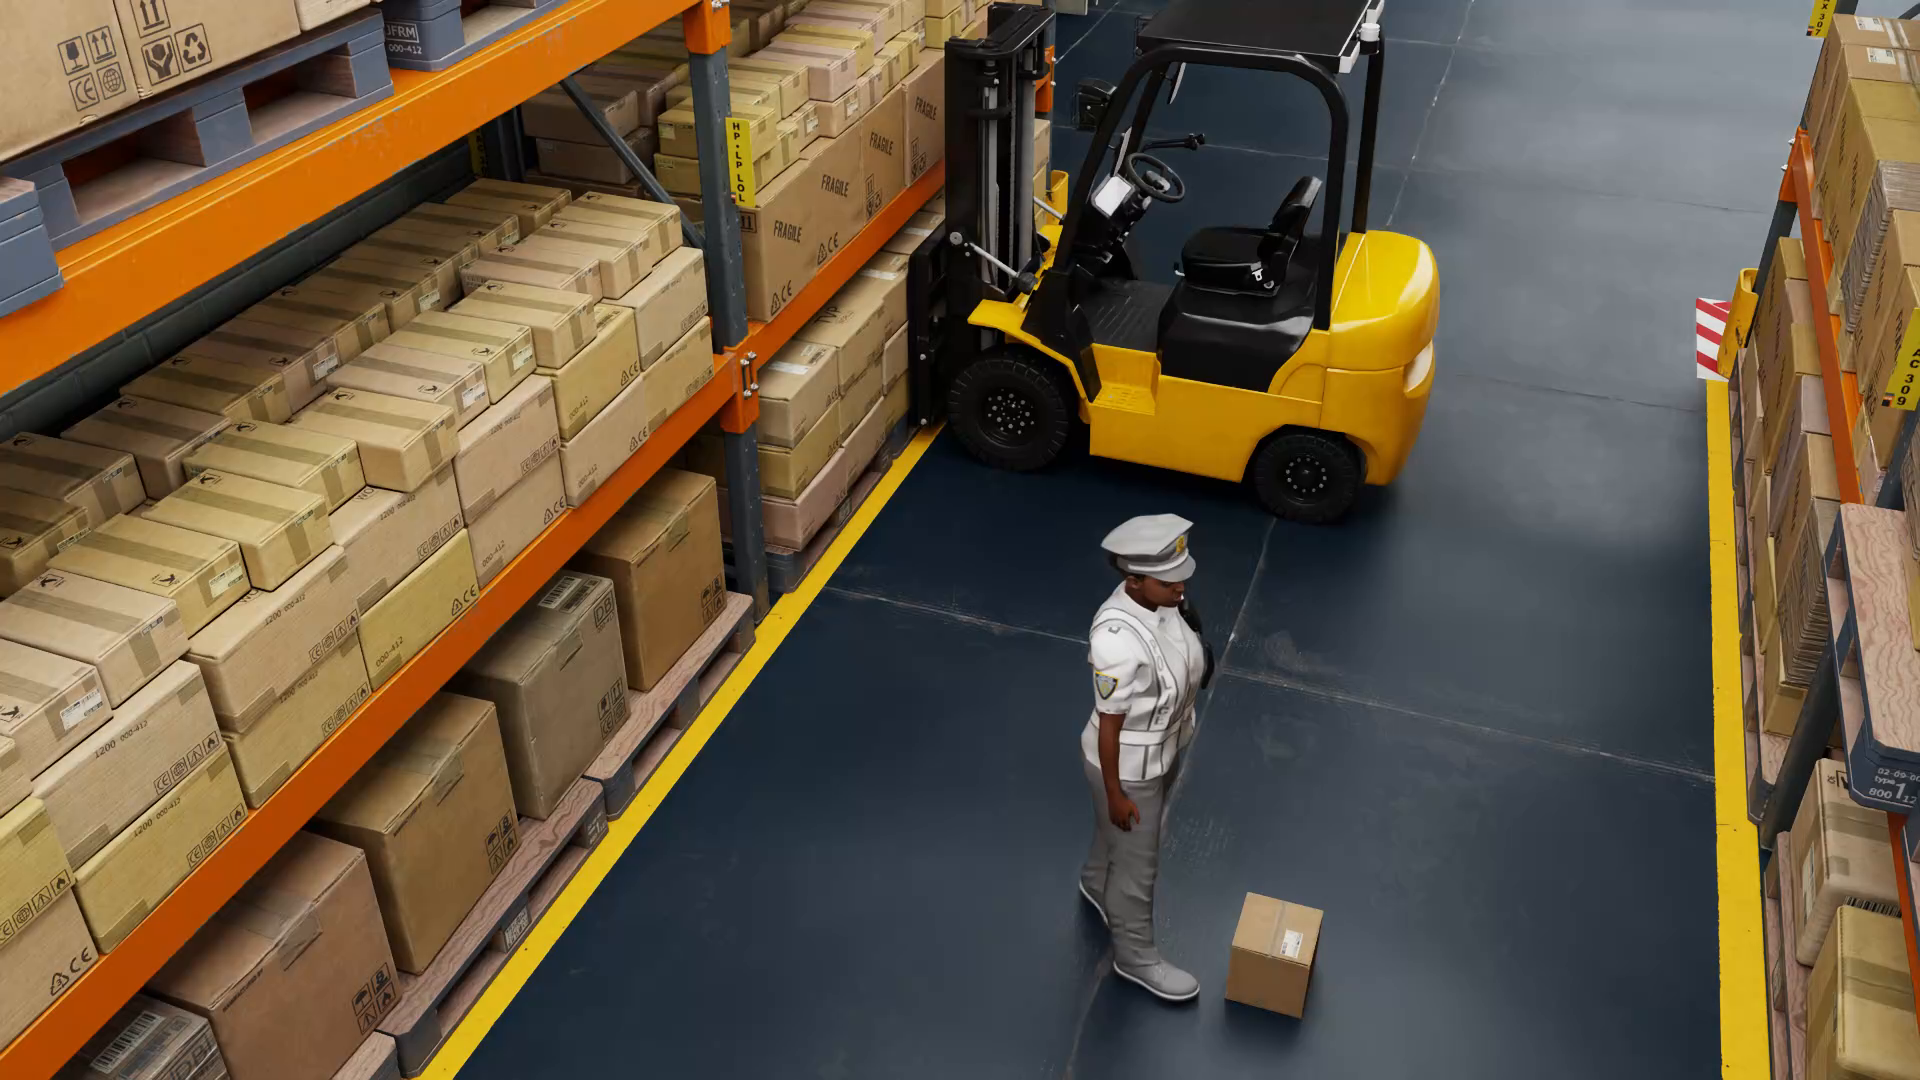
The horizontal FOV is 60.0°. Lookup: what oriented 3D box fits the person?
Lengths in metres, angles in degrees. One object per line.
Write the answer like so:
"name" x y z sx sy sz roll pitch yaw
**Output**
"person" 0.584 0.667 5.113 0.546 1.683 0.457 18 37 25
